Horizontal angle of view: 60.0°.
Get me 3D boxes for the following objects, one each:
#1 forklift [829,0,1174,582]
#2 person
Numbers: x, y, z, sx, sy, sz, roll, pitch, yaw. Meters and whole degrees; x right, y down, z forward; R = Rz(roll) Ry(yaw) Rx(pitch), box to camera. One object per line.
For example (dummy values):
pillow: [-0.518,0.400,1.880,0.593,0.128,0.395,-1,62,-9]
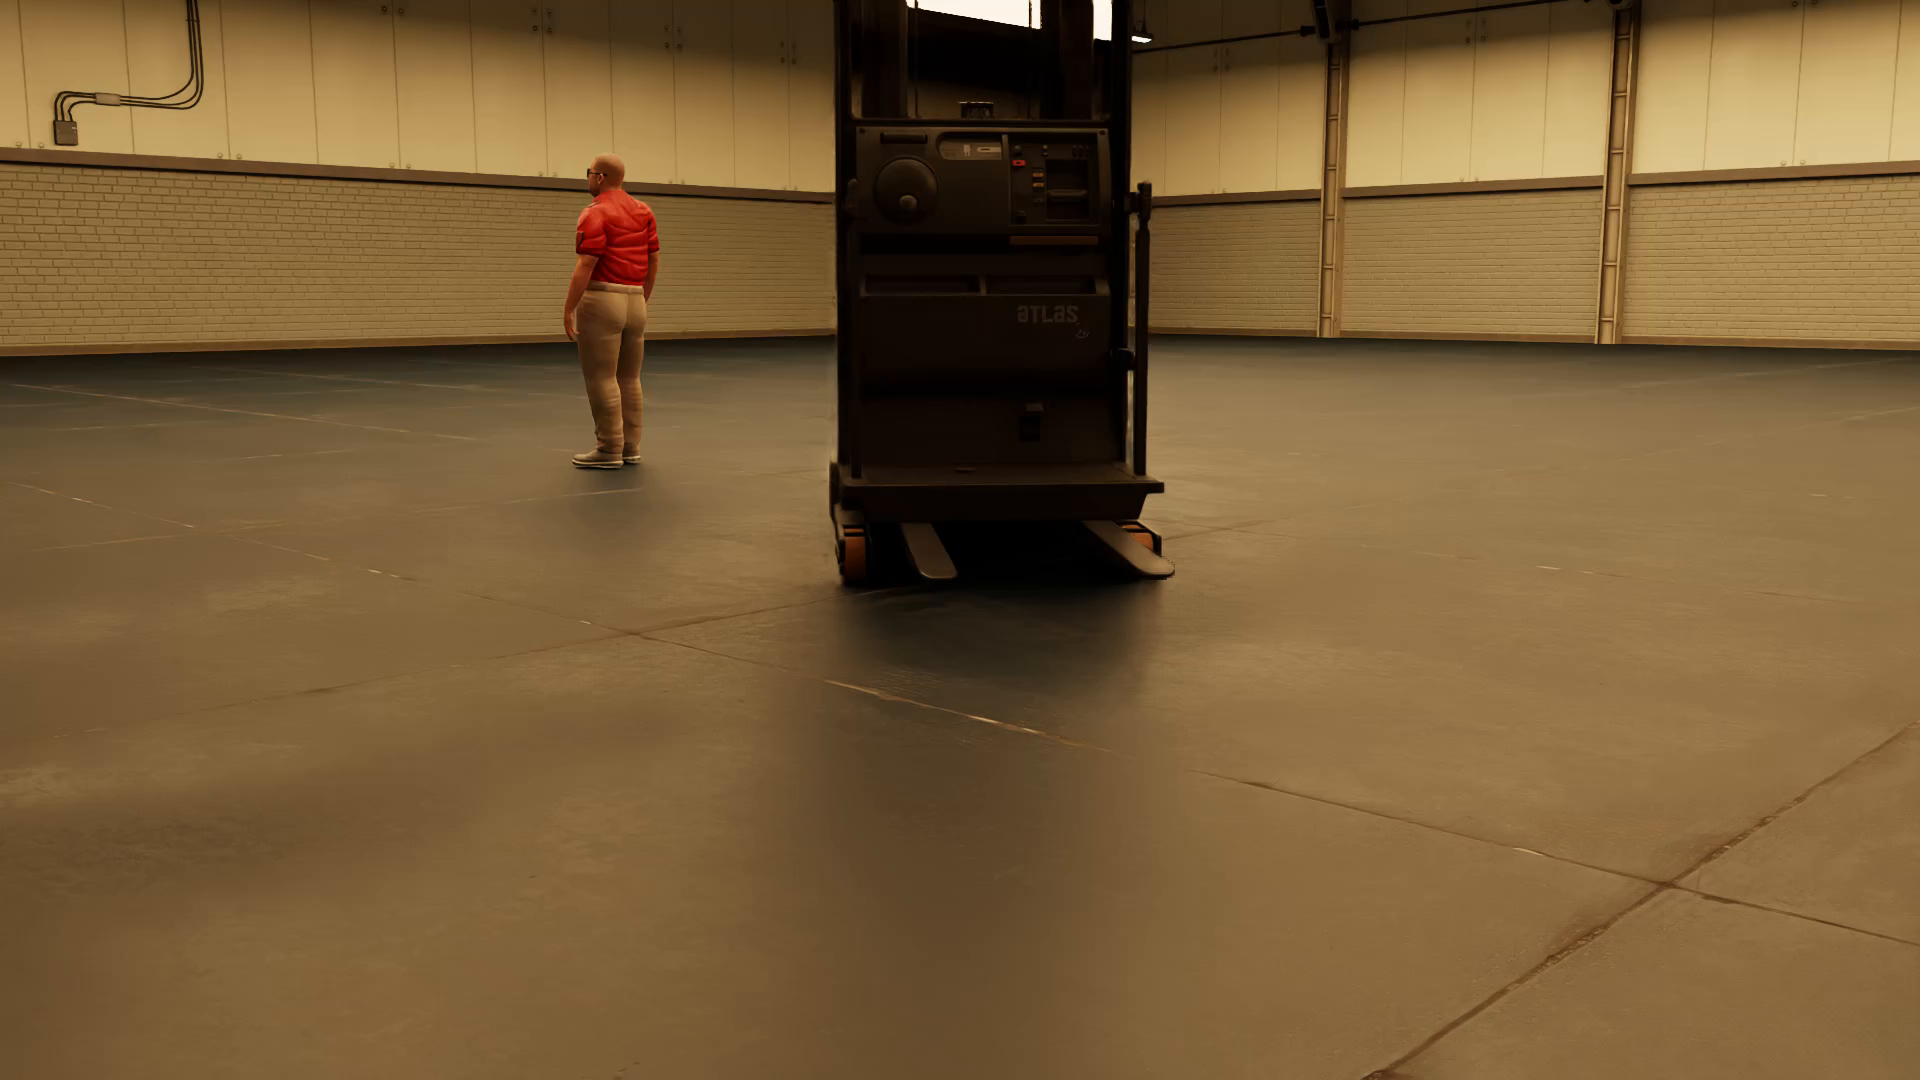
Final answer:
forklift: [0.108,-1.353,5.859,1.130,2.935,3.031,-1,9,-5]
person: [-2.023,-1.278,9.346,0.551,1.727,0.640,5,10,32]
